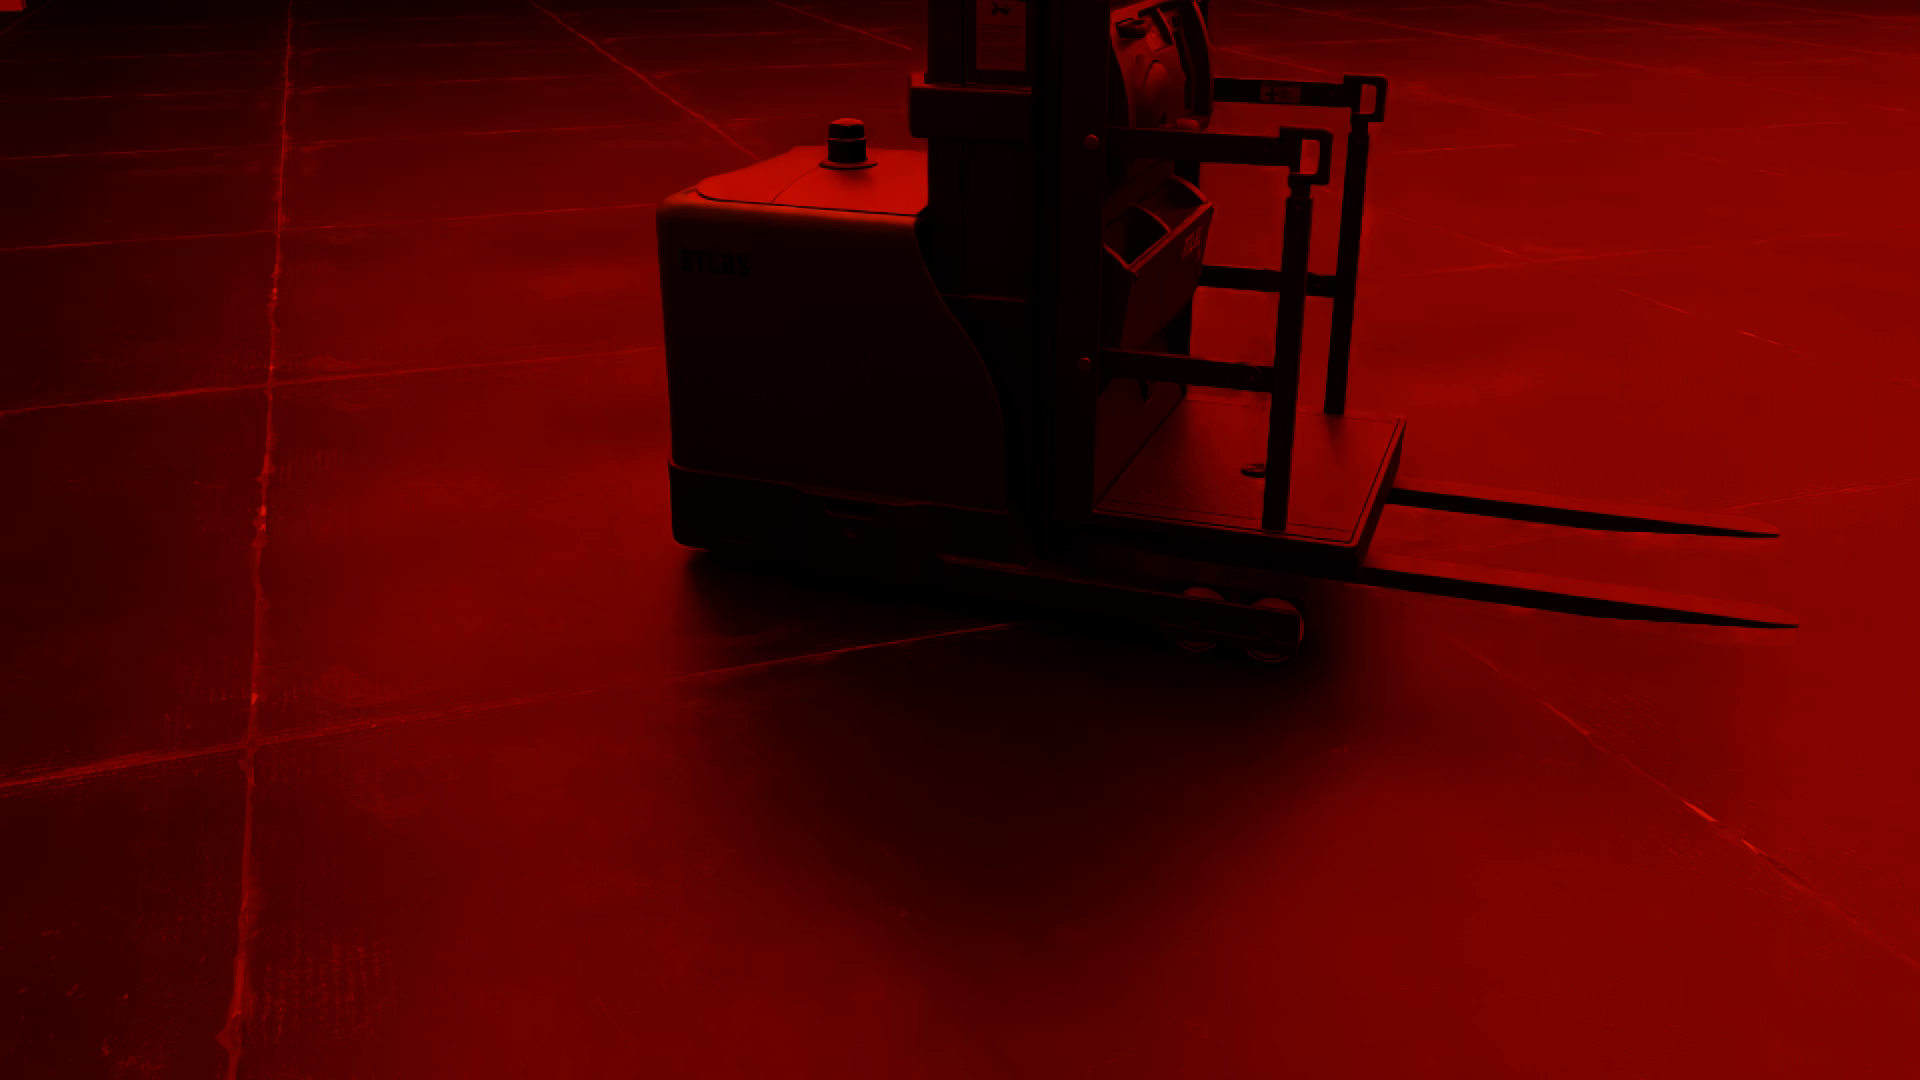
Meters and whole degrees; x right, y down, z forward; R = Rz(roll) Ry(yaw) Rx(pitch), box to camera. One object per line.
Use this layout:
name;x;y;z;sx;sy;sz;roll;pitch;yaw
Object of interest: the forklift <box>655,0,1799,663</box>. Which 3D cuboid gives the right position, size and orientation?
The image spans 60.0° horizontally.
forklift;0.720;-1.264;4.304;3.031;2.935;1.130;8;24;19
